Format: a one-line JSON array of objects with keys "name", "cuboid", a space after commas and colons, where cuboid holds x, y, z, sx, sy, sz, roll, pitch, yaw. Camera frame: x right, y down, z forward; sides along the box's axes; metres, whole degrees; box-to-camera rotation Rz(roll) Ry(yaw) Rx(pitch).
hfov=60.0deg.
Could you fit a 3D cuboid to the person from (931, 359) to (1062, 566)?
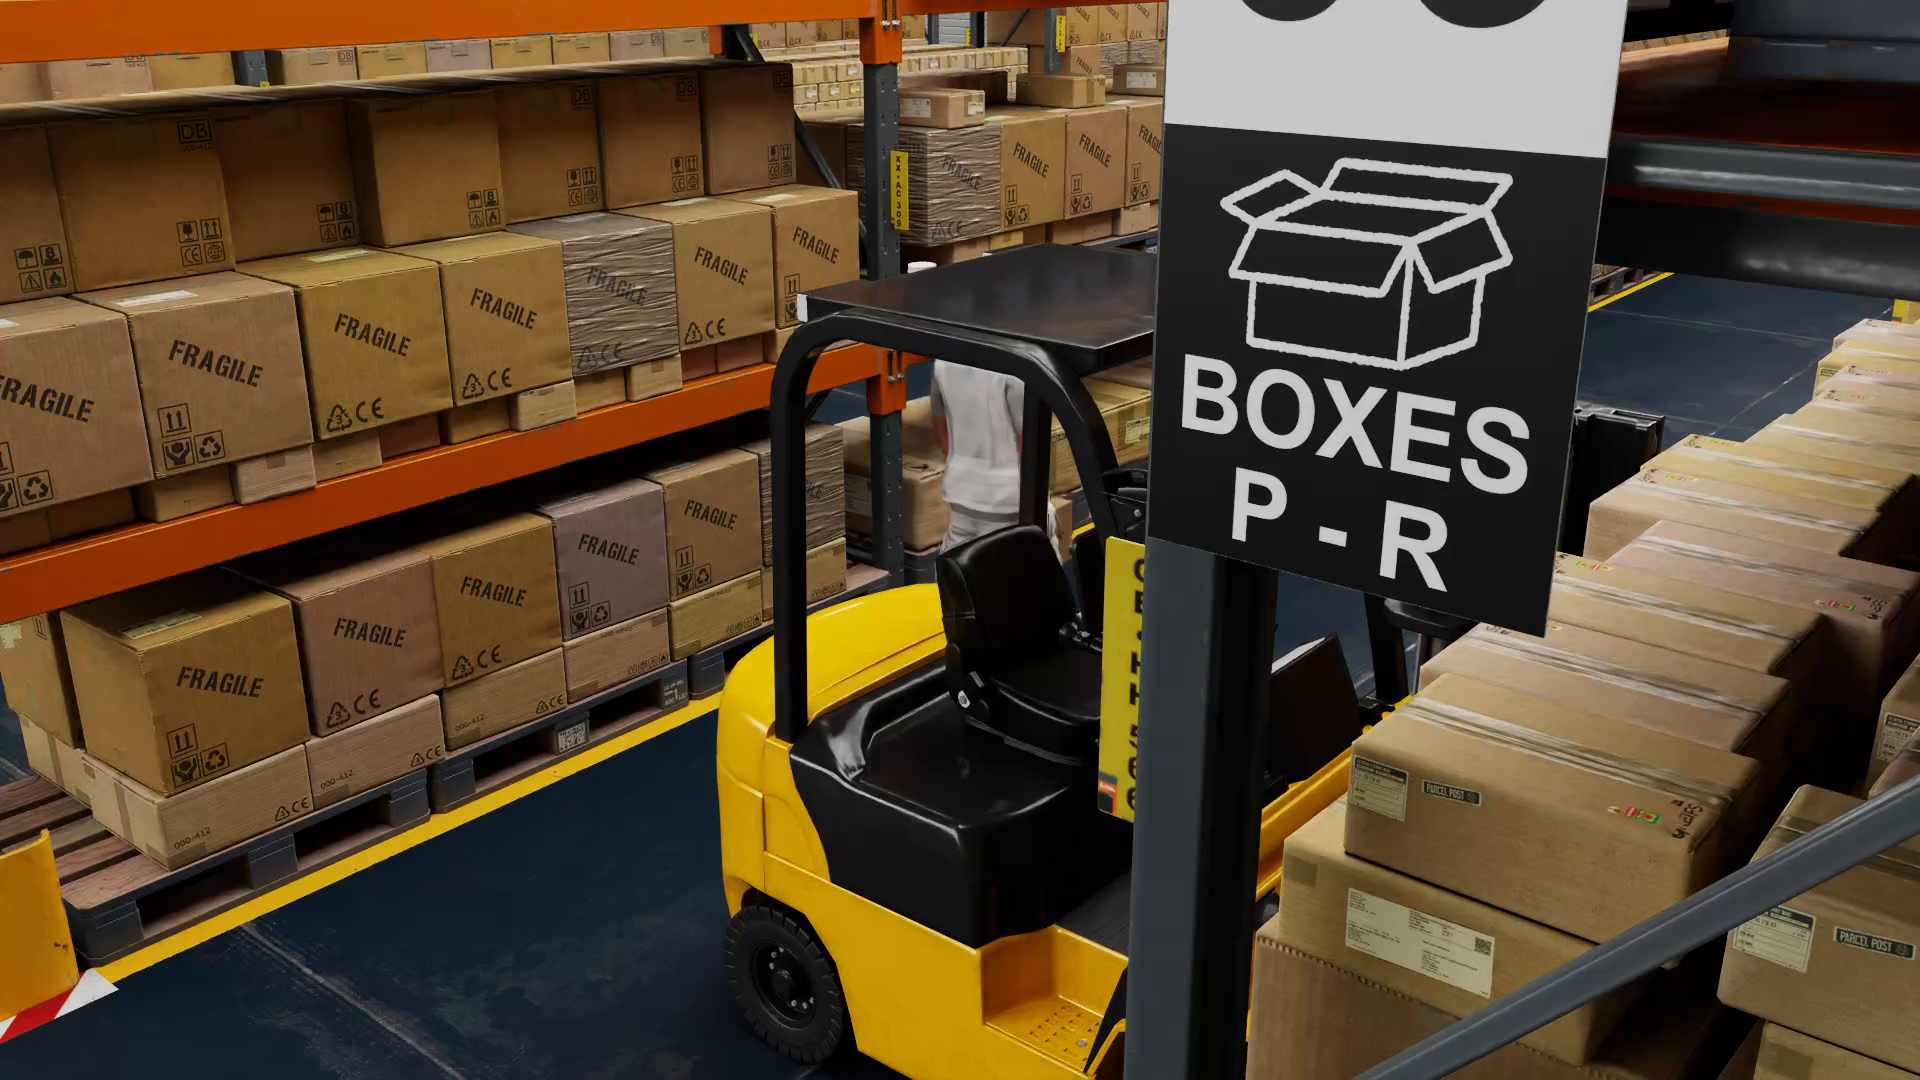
[{"name": "person", "cuboid": [0.175, -0.167, 6.465, 0.544, 1.772, 0.762, 15, 25, 35]}]
